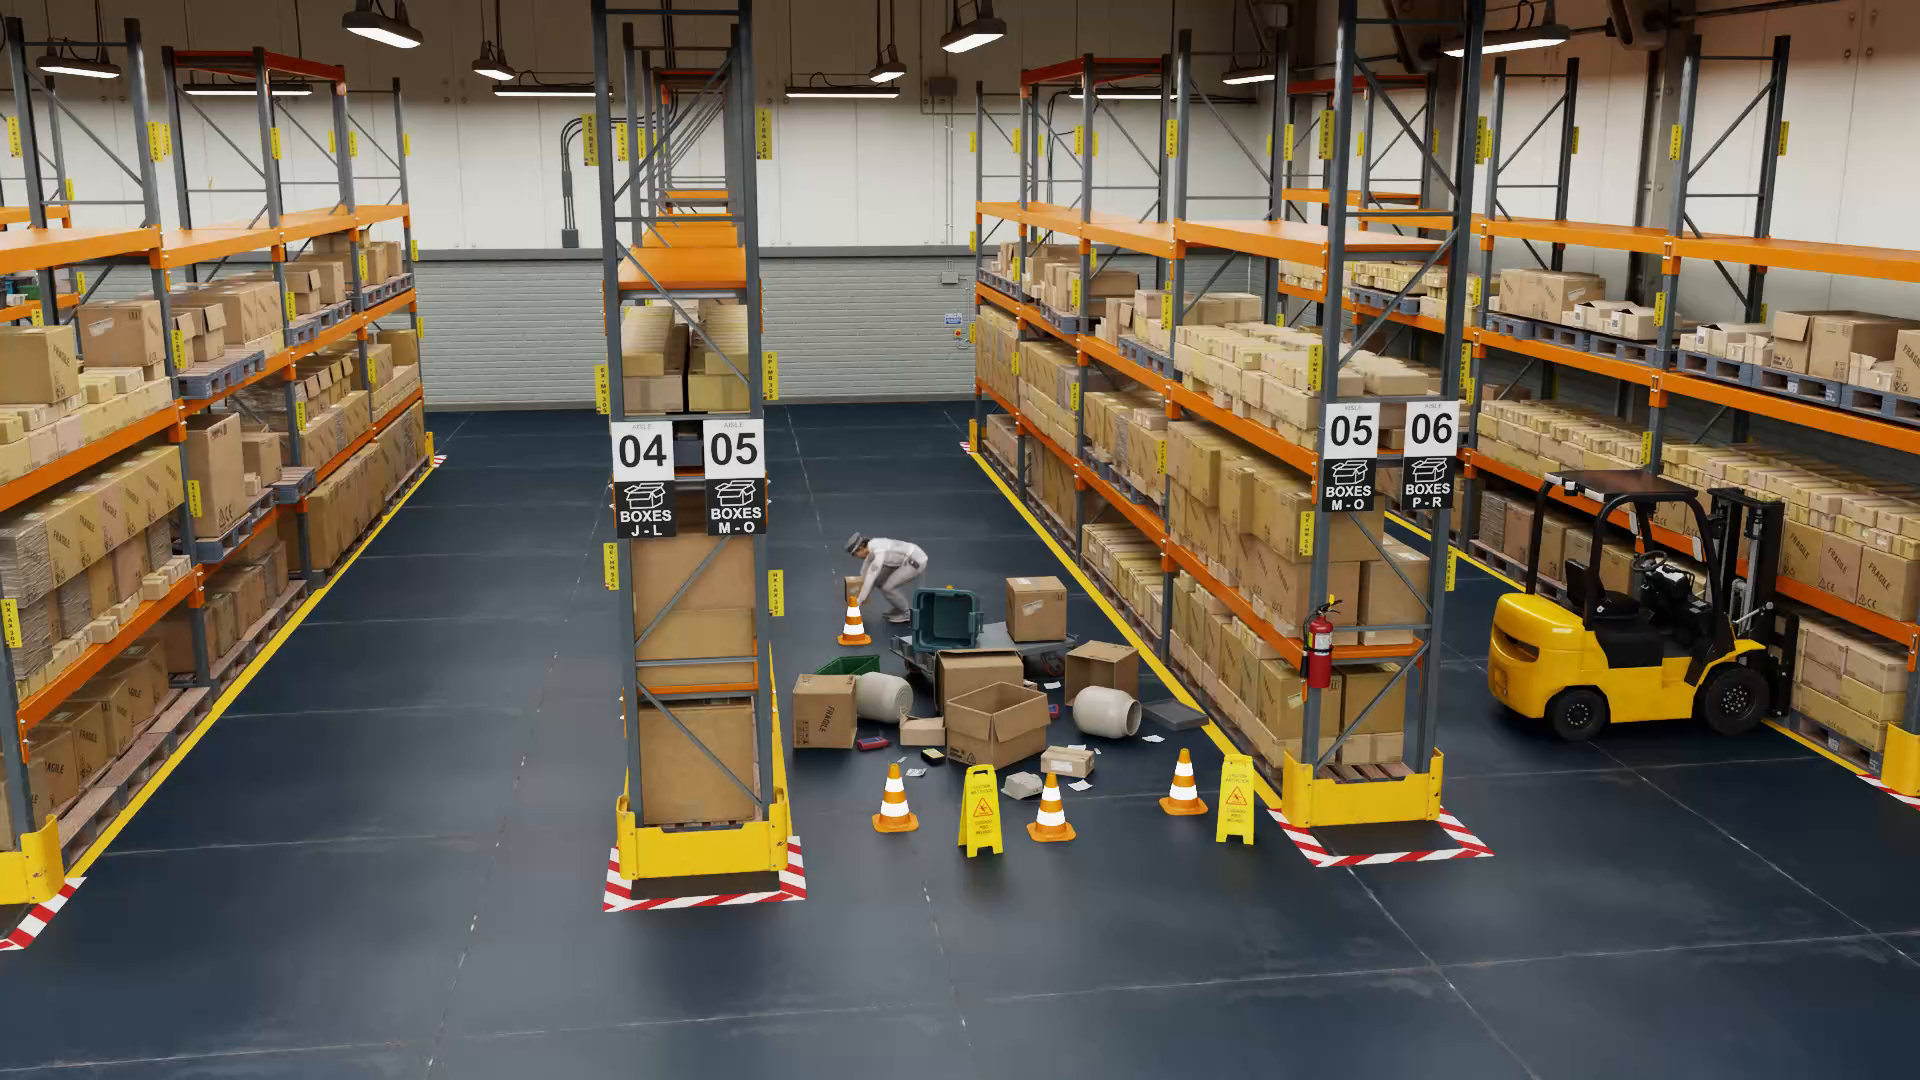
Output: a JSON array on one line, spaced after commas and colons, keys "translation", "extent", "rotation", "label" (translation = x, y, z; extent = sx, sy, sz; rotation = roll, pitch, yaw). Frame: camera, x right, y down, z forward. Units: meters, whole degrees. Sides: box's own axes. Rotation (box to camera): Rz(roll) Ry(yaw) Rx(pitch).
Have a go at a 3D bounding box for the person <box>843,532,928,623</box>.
[{"translation": [-0.798, 0.383, 17.862], "extent": [0.908, 0.981, 0.462], "rotation": [-2, 13, -10], "label": "person"}]
